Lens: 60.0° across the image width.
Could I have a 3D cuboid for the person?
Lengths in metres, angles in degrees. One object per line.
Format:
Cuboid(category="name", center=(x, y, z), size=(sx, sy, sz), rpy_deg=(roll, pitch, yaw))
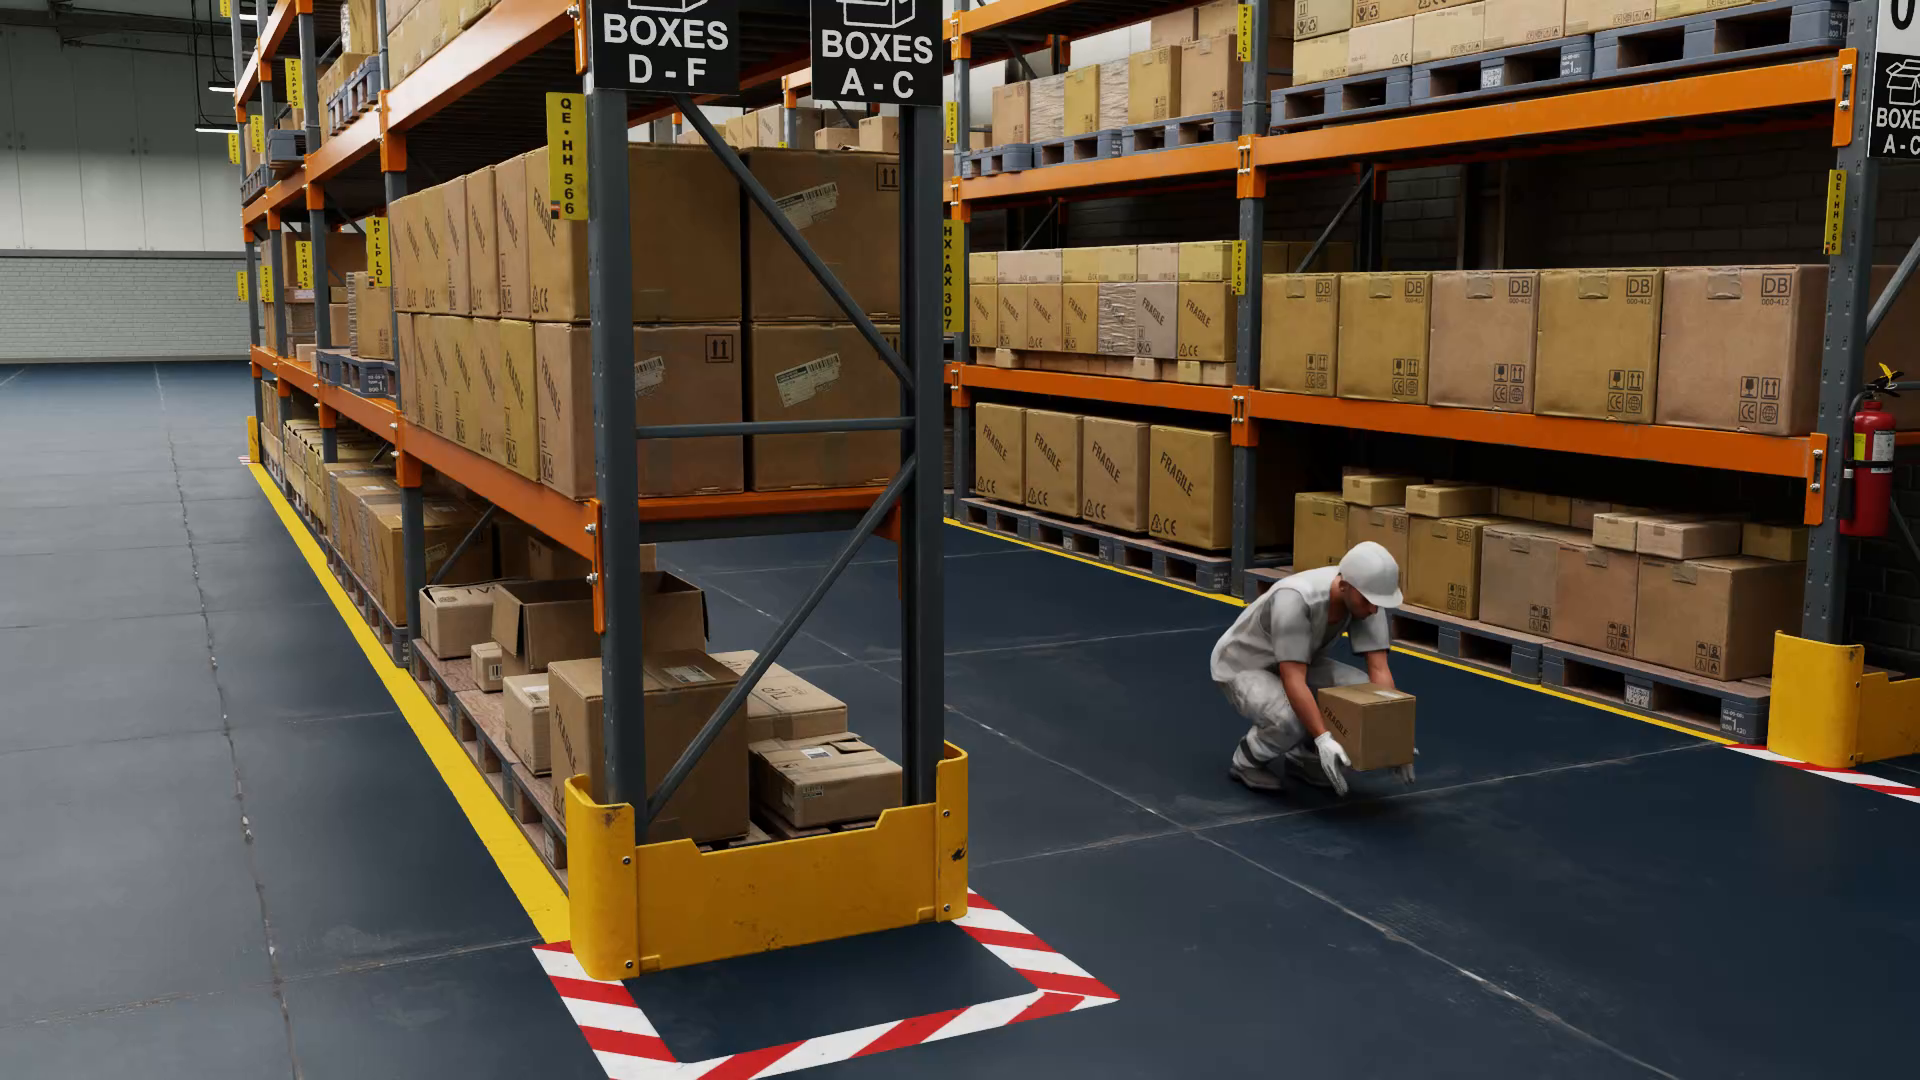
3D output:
Cuboid(category="person", center=(1.339, 0.470, 6.317), size=(0.554, 0.996, 0.871), rpy_deg=(-4, 9, -26))
